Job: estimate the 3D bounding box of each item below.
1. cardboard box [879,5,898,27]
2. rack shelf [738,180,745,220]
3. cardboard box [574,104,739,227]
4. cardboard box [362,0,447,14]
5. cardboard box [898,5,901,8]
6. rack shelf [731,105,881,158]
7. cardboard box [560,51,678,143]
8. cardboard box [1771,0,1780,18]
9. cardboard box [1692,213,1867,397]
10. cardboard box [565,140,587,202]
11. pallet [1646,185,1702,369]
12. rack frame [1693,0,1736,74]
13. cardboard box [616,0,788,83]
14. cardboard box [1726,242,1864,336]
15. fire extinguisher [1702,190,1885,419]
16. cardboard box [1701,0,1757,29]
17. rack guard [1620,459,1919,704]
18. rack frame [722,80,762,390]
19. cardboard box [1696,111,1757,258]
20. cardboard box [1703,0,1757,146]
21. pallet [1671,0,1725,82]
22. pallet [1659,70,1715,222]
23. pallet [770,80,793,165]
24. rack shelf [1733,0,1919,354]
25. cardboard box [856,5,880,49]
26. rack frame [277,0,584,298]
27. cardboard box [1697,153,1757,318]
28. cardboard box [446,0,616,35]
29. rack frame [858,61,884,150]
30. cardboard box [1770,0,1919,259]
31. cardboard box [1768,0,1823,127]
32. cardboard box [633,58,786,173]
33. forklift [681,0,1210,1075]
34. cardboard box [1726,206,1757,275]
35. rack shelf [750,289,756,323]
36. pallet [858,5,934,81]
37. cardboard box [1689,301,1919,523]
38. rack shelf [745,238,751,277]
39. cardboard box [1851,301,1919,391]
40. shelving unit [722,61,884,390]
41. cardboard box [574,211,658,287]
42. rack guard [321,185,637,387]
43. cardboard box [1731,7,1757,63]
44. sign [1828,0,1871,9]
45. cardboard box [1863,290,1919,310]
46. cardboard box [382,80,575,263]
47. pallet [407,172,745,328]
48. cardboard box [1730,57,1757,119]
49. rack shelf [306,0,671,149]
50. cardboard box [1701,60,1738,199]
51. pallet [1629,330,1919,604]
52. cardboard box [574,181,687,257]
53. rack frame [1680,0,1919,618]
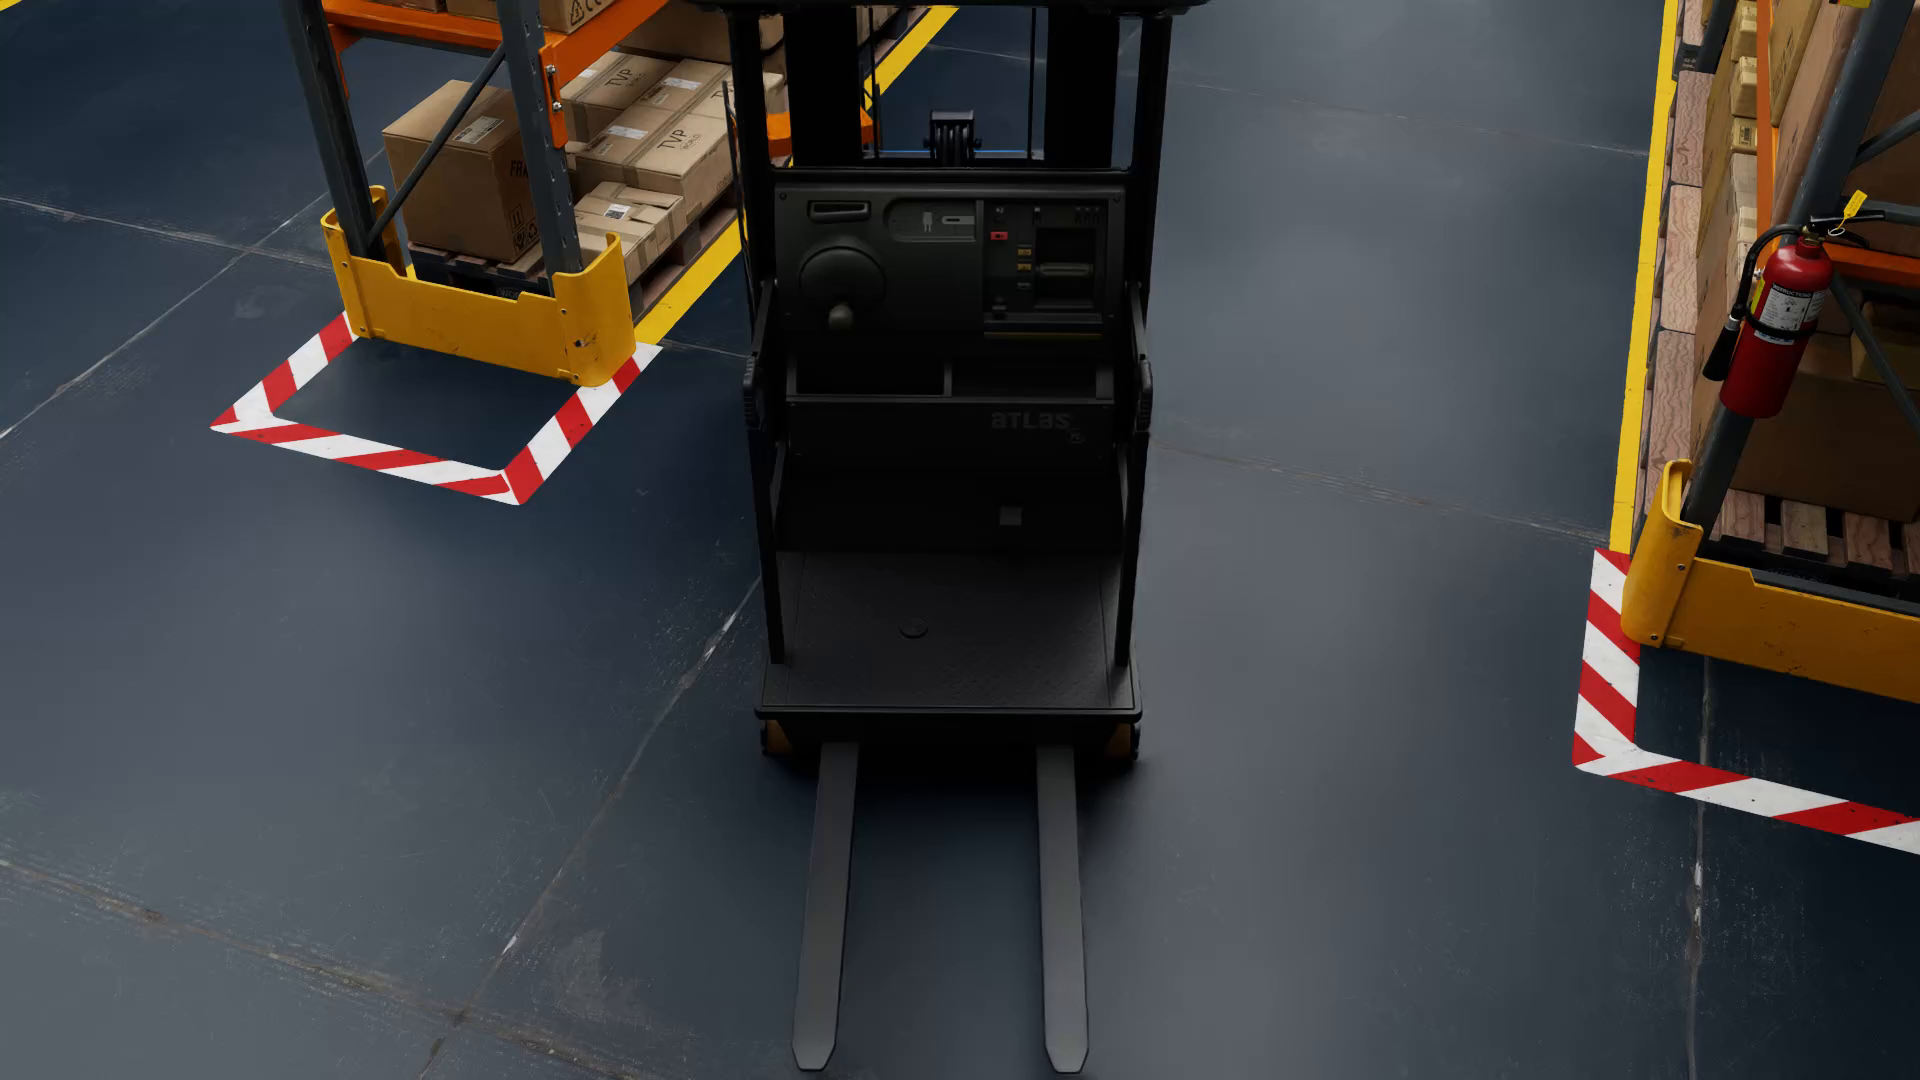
[{"bbox_3d":[-0.541,-2.778,8.553,0.380,0.149,0.250,13,42,15],"label":"cardboard box"},{"bbox_3d":[-0.538,-1.219,5.996,0.480,0.148,0.258,-12,36,-14],"label":"rack shelf"},{"bbox_3d":[-1.285,-1.603,7.097,0.500,0.250,0.500,13,42,15],"label":"cardboard box"},{"bbox_3d":[-2.011,-2.280,6.034,0.500,0.500,0.500,15,43,16],"label":"cardboard box"},{"bbox_3d":[-0.469,-3.154,8.722,0.500,0.500,0.500,13,42,15],"label":"cardboard box"},{"bbox_3d":[-0.546,-1.414,5.862,0.480,0.148,0.258,-12,36,-14],"label":"rack shelf"},{"bbox_3d":[-1.601,-1.989,7.549,0.500,0.250,0.500,13,42,15],"label":"cardboard box"},{"bbox_3d":[3.421,-2.148,5.725,0.980,0.700,0.700,11,42,13],"label":"cardboard box"},{"bbox_3d":[3.064,-0.774,5.949,0.700,0.500,0.500,13,42,15],"label":"cardboard box"},{"bbox_3d":[-1.731,-1.611,7.171,0.380,0.166,0.250,13,42,15],"label":"cardboard box"},{"bbox_3d":[3.367,-0.997,6.756,1.003,0.211,1.213,13,42,15],"label":"pallet"},{"bbox_3d":[4.116,-3.251,7.249,1.000,3.000,0.127,13,42,15],"label":"rack frame"},{"bbox_3d":[-1.178,-2.418,7.858,0.797,0.503,0.637,13,42,15],"label":"cardboard box"},{"bbox_3d":[2.766,-0.834,5.520,0.380,0.149,0.250,13,42,15],"label":"cardboard box"},{"bbox_3d":[2.263,-0.650,4.548,0.296,0.674,0.183,13,42,15],"label":"fire extinguisher"},{"bbox_3d":[4.216,-3.018,8.309,0.750,0.750,0.750,14,42,16],"label":"cardboard box"},{"bbox_3d":[2.740,0.155,5.184,1.175,0.500,0.348,13,42,15],"label":"rack guard"},{"bbox_3d":[-0.764,-1.040,6.026,0.015,1.200,0.240,-12,36,-14],"label":"rack frame"},{"bbox_3d":[3.411,-1.408,6.691,0.700,0.500,0.500,14,42,16],"label":"cardboard box"},{"bbox_3d":[3.764,-2.026,7.416,0.700,0.500,0.500,14,42,16],"label":"cardboard box"},{"bbox_3d":[4.309,-2.677,8.725,1.003,0.211,1.213,13,42,15],"label":"pallet"},{"bbox_3d":[3.782,-1.743,7.631,1.003,0.211,1.213,13,42,15],"label":"pallet"},{"bbox_3d":[-1.192,-2.122,8.074,1.003,0.211,1.213,13,42,15],"label":"pallet"},{"bbox_3d":[3.432,-1.757,6.053,1.077,0.370,4.000,13,42,15],"label":"rack shelf"},{"bbox_3d":[-0.725,-2.624,8.248,0.500,0.311,0.500,13,42,15],"label":"cardboard box"},{"bbox_3d":[-1.908,-1.908,5.675,1.000,3.000,0.127,13,42,15],"label":"rack frame"},{"bbox_3d":[3.236,-1.081,6.308,0.700,0.500,0.500,12,42,14],"label":"cardboard box"},{"bbox_3d":[-1.509,-2.158,5.892,0.500,0.500,0.500,14,42,16],"label":"cardboard box"},{"bbox_3d":[-0.301,-1.140,6.143,0.015,1.200,0.240,-12,36,-14],"label":"rack frame"},{"bbox_3d":[2.913,-1.238,4.659,0.980,0.700,0.700,15,43,17],"label":"cardboard box"},{"bbox_3d":[3.151,-1.685,5.182,0.980,0.700,0.700,13,42,15],"label":"cardboard box"},{"bbox_3d":[-1.114,-1.908,7.455,0.500,0.250,0.500,13,42,15],"label":"cardboard box"},{"bbox_3d":[-0.028,-0.671,4.278,1.130,2.935,3.031,0,40,1],"label":"forklift"},{"bbox_3d":[2.853,-0.991,5.702,0.380,0.149,0.250,14,43,16],"label":"cardboard box"},{"bbox_3d":[-0.523,-0.871,6.235,0.480,0.148,0.258,-12,36,-14],"label":"rack shelf"},{"bbox_3d":[-0.776,-2.868,8.949,1.003,0.211,1.213,13,42,15],"label":"pallet"},{"bbox_3d":[2.893,-0.469,5.591,0.700,0.500,0.500,13,42,15],"label":"cardboard box"},{"bbox_3d":[-0.530,-1.035,6.123,0.480,0.148,0.258,-12,36,-14],"label":"rack shelf"},{"bbox_3d":[3.038,-0.595,5.239,0.380,0.149,0.250,14,42,15],"label":"cardboard box"},{"bbox_3d":[-0.532,-1.090,6.085,0.503,1.200,0.258,-12,36,-14],"label":"shelving unit"},{"bbox_3d":[-1.442,-1.170,6.668,0.380,0.149,0.250,13,42,15],"label":"cardboard box"},{"bbox_3d":[-1.882,-1.004,6.541,1.175,0.500,0.348,13,42,15],"label":"rack guard"},{"bbox_3d":[3.475,-2.104,7.008,0.380,0.149,0.250,15,43,17],"label":"cardboard box"},{"bbox_3d":[2.243,-1.470,4.088,0.100,0.325,0.005,13,42,15],"label":"sign"},{"bbox_3d":[3.211,-0.904,5.601,0.380,0.149,0.250,13,42,15],"label":"cardboard box"},{"bbox_3d":[-1.954,-1.511,6.797,0.500,0.500,0.500,13,42,15],"label":"cardboard box"},{"bbox_3d":[-1.611,-1.380,7.205,1.003,0.211,1.213,13,42,15],"label":"pallet"},{"bbox_3d":[3.297,-1.786,6.635,0.380,0.149,0.250,12,42,14],"label":"cardboard box"},{"bbox_3d":[-1.225,-2.854,7.339,1.077,0.370,4.000,13,42,15],"label":"rack shelf"},{"bbox_3d":[3.589,-1.720,7.058,0.700,0.500,0.500,13,42,15],"label":"cardboard box"},{"bbox_3d":[2.948,-0.255,5.887,1.003,0.211,1.213,13,42,15],"label":"pallet"},{"bbox_3d":[-1.357,-1.329,6.841,0.380,0.166,0.250,13,42,15],"label":"cardboard box"},{"bbox_3d":[2.748,-0.811,4.389,1.000,3.000,0.127,13,42,15],"label":"rack frame"}]
